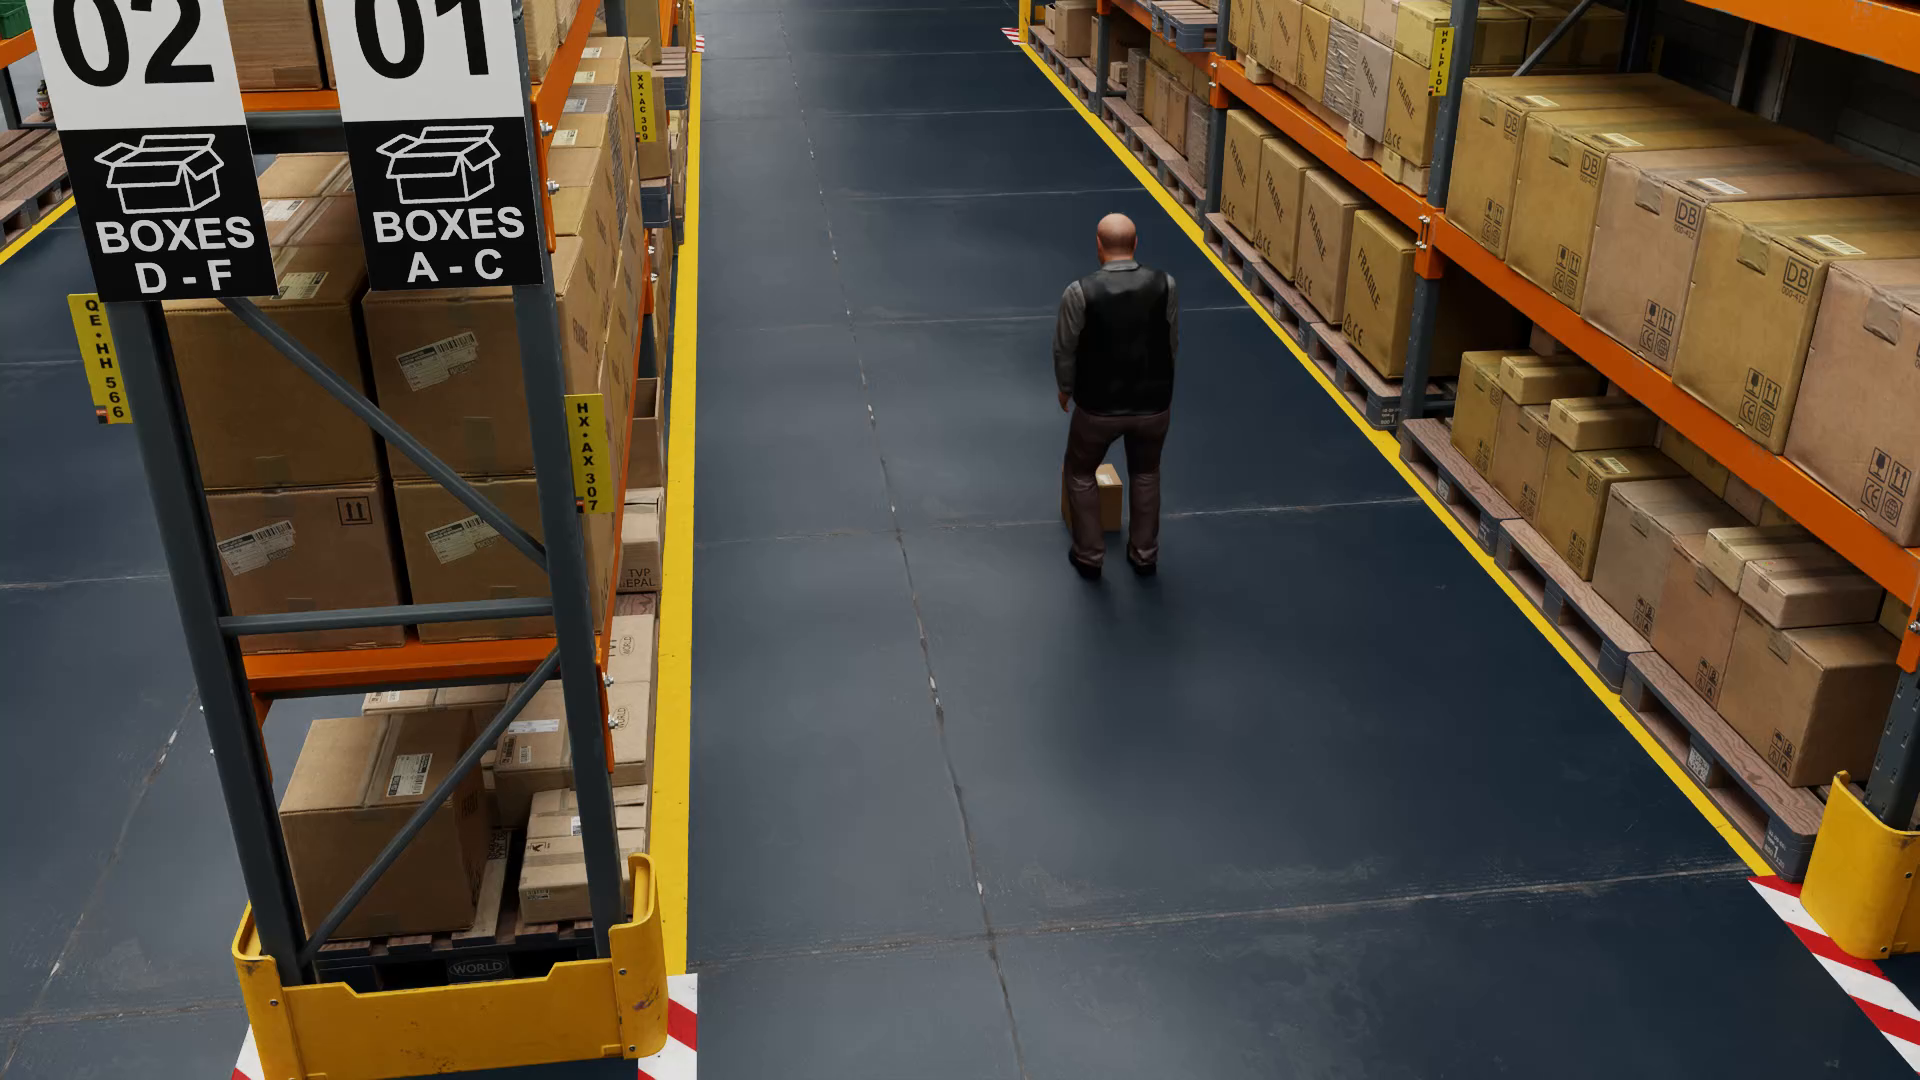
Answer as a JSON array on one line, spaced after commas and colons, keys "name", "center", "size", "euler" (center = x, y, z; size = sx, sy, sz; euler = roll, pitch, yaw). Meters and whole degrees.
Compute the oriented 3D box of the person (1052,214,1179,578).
[{"name": "person", "center": [0.687, -0.614, 7.433], "size": [0.563, 1.658, 0.420], "euler": [-3, 27, -6]}]
